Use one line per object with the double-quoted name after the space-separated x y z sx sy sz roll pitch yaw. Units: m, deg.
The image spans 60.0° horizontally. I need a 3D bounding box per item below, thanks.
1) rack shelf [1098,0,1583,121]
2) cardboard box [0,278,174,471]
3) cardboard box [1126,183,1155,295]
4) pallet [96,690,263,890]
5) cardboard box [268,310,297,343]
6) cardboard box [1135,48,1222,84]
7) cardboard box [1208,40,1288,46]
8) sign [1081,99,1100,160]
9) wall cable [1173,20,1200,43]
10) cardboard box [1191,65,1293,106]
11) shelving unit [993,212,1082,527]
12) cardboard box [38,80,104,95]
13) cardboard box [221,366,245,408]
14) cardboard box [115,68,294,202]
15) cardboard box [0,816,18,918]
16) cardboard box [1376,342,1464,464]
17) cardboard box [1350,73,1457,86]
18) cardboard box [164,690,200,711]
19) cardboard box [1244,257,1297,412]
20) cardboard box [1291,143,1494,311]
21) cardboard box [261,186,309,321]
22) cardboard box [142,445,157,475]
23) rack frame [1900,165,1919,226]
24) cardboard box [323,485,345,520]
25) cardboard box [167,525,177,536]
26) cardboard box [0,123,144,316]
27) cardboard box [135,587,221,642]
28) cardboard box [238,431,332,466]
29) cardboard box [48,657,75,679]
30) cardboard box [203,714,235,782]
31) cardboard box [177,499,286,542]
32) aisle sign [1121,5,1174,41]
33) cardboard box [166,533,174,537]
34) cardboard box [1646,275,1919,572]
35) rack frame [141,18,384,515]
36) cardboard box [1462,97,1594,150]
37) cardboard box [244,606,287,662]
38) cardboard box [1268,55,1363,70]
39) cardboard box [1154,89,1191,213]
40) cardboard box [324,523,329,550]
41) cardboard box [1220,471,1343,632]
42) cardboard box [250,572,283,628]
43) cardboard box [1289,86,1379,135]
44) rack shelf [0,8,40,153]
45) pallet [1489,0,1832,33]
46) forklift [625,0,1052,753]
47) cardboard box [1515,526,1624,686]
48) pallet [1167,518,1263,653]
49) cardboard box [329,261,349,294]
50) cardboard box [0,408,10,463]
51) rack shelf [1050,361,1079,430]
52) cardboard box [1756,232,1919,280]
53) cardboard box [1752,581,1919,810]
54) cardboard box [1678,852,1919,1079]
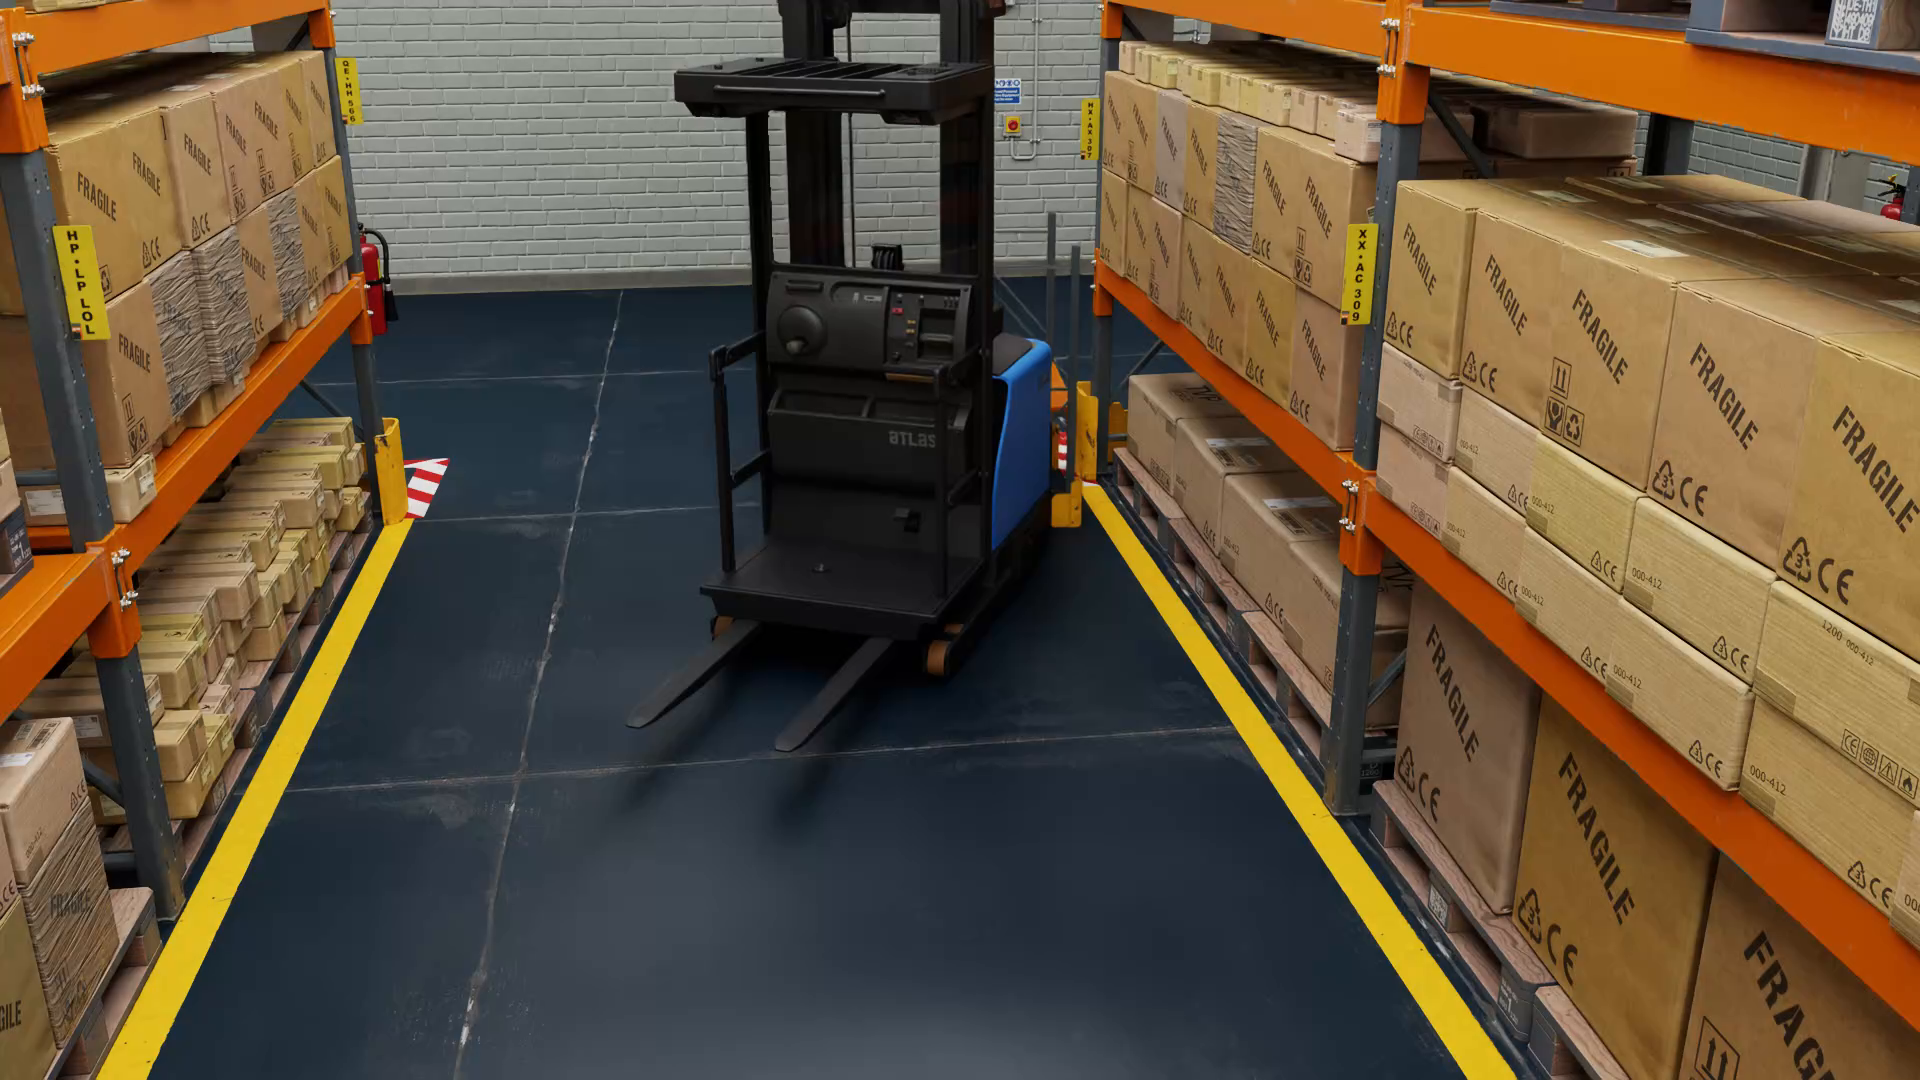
1.551 -2.203 7.070 1.077 0.370 4.000 -3 21 -8 "rack shelf"
-2.867 -0.529 5.276 0.500 0.500 0.500 -3 21 -9 "cardboard box"
1.148 -1.520 8.356 0.500 0.500 0.500 -3 21 -9 "cardboard box"
-3.177 0.917 5.958 1.003 0.211 1.213 -3 21 -8 "pallet"
-3.176 -0.973 7.393 0.380 0.149 0.250 -4 21 -10 "cardboard box"
1.072 -2.327 8.161 0.380 0.149 0.250 -2 21 -6 "cardboard box"
1.512 -2.533 8.711 0.380 0.149 0.250 -3 21 -7 "cardboard box"
0.712 -2.244 9.088 0.100 0.325 0.005 -3 21 -8 "sign"
1.828 -4.330 14.571 0.588 1.984 0.122 -3 21 -8 "wall cable"
1.221 -1.971 7.207 0.380 0.149 0.250 -3 21 -9 "cardboard box"
0.323 -0.959 9.139 0.587 1.500 1.083 -1 21 -4 "shelving unit"
-3.611 -1.497 6.440 0.500 0.500 0.500 -4 21 -9 "cardboard box"
-3.000 -0.609 6.418 0.380 0.149 0.250 -2 21 -5 "cardboard box"
-3.152 -1.697 6.975 0.500 0.500 0.500 -2 21 -5 "cardboard box"
-2.626 0.889 3.951 0.500 0.250 0.500 -2 21 -5 "cardboard box"
1.623 -0.440 5.107 0.500 0.250 0.500 -4 21 -9 "cardboard box"
1.816 -1.824 6.814 0.380 0.149 0.250 -3 21 -8 "cardboard box"
-2.906 0.617 5.828 0.380 0.149 0.250 -3 21 -7 "cardboard box"
1.439 -0.815 6.469 0.500 0.500 0.500 -3 21 -9 "cardboard box"
1.498 -1.108 5.822 0.500 0.500 0.500 -3 21 -8 "cardboard box"
-3.150 -1.233 7.162 0.500 0.500 0.500 -3 21 -8 "cardboard box"
-2.873 -0.241 5.433 0.380 0.149 0.250 -2 21 -6 "cardboard box"
6.174 -2.079 9.996 1.000 3.000 0.127 -3 21 -8 "rack frame"
-3.186 -0.195 8.002 0.380 0.149 0.250 -4 21 -10 "cardboard box"
-3.666 -0.123 7.383 0.380 0.149 0.250 -2 21 -6 "cardboard box"
-2.869 -0.981 5.059 0.500 0.500 0.500 -2 21 -6 "cardboard box"
-3.016 0.300 6.251 0.380 0.149 0.250 -3 21 -9 "cardboard box"
-3.315 -0.423 8.185 0.380 0.149 0.250 -3 21 -7 "cardboard box"
-3.451 0.472 6.216 0.380 0.149 0.250 -3 21 -7 "cardboard box"
-2.818 0.746 5.905 0.380 0.149 0.250 -2 21 -6 "cardboard box"
-3.155 -0.059 7.212 0.380 0.149 0.250 -4 21 -10 "cardboard box"
0.965 -3.056 8.895 0.394 0.787 0.004 -3 21 -8 "aisle sign"
-3.632 0.010 7.451 0.380 0.149 0.250 -4 21 -10 "cardboard box"
1.869 -0.264 3.564 0.500 0.500 0.500 -3 21 -9 "cardboard box"
-3.622 -1.543 8.561 1.000 3.000 0.127 -3 21 -8 "rack frame"
1.997 -1.472 5.872 0.380 0.149 0.250 -3 21 -7 "cardboard box"
-3.007 0.391 6.856 0.380 0.149 0.250 -3 21 -9 "cardboard box"
1.656 -2.178 7.760 0.380 0.149 0.250 -3 21 -8 "cardboard box"
1.213 -1.806 7.693 0.500 0.500 0.500 -3 21 -8 "cardboard box"
-3.201 0.032 7.818 0.380 0.149 0.250 -3 21 -7 "cardboard box"
1.725 0.028 7.416 0.875 0.438 0.875 -4 21 -9 "cardboard box"
-3.003 0.253 6.800 0.380 0.149 0.250 -3 21 -8 "cardboard box"
1.468 -1.623 6.275 0.380 0.149 0.250 -3 21 -8 "cardboard box"
-2.757 -0.534 2.600 1.077 0.370 4.000 -3 21 -8 "rack shelf"
2.020 -1.443 4.280 0.805 0.209 1.217 -4 21 -10 "pallet"
-0.467 -0.937 7.037 1.130 2.935 3.031 7 21 17 "forklift"
1.775 0.150 4.241 0.500 0.250 0.500 -3 21 -8 "cardboard box"
1.628 0.173 7.951 1.003 0.211 1.213 -3 21 -8 "pallet"
-3.295 -1.327 8.340 0.380 0.149 0.250 -3 21 -8 "cardboard box"
-2.792 -0.249 4.429 0.380 0.149 0.250 -2 21 -6 "cardboard box"
0.324 -0.787 9.193 0.538 0.185 1.000 -1 21 -4 "rack shelf"
2.287 -0.461 4.091 0.500 0.500 0.500 -2 21 -6 "cardboard box"
1.923 0.270 3.207 0.500 0.250 0.500 -3 21 -9 "cardboard box"
2.274 1.188 3.684 0.875 0.875 0.875 -3 21 -7 "cardboard box"
